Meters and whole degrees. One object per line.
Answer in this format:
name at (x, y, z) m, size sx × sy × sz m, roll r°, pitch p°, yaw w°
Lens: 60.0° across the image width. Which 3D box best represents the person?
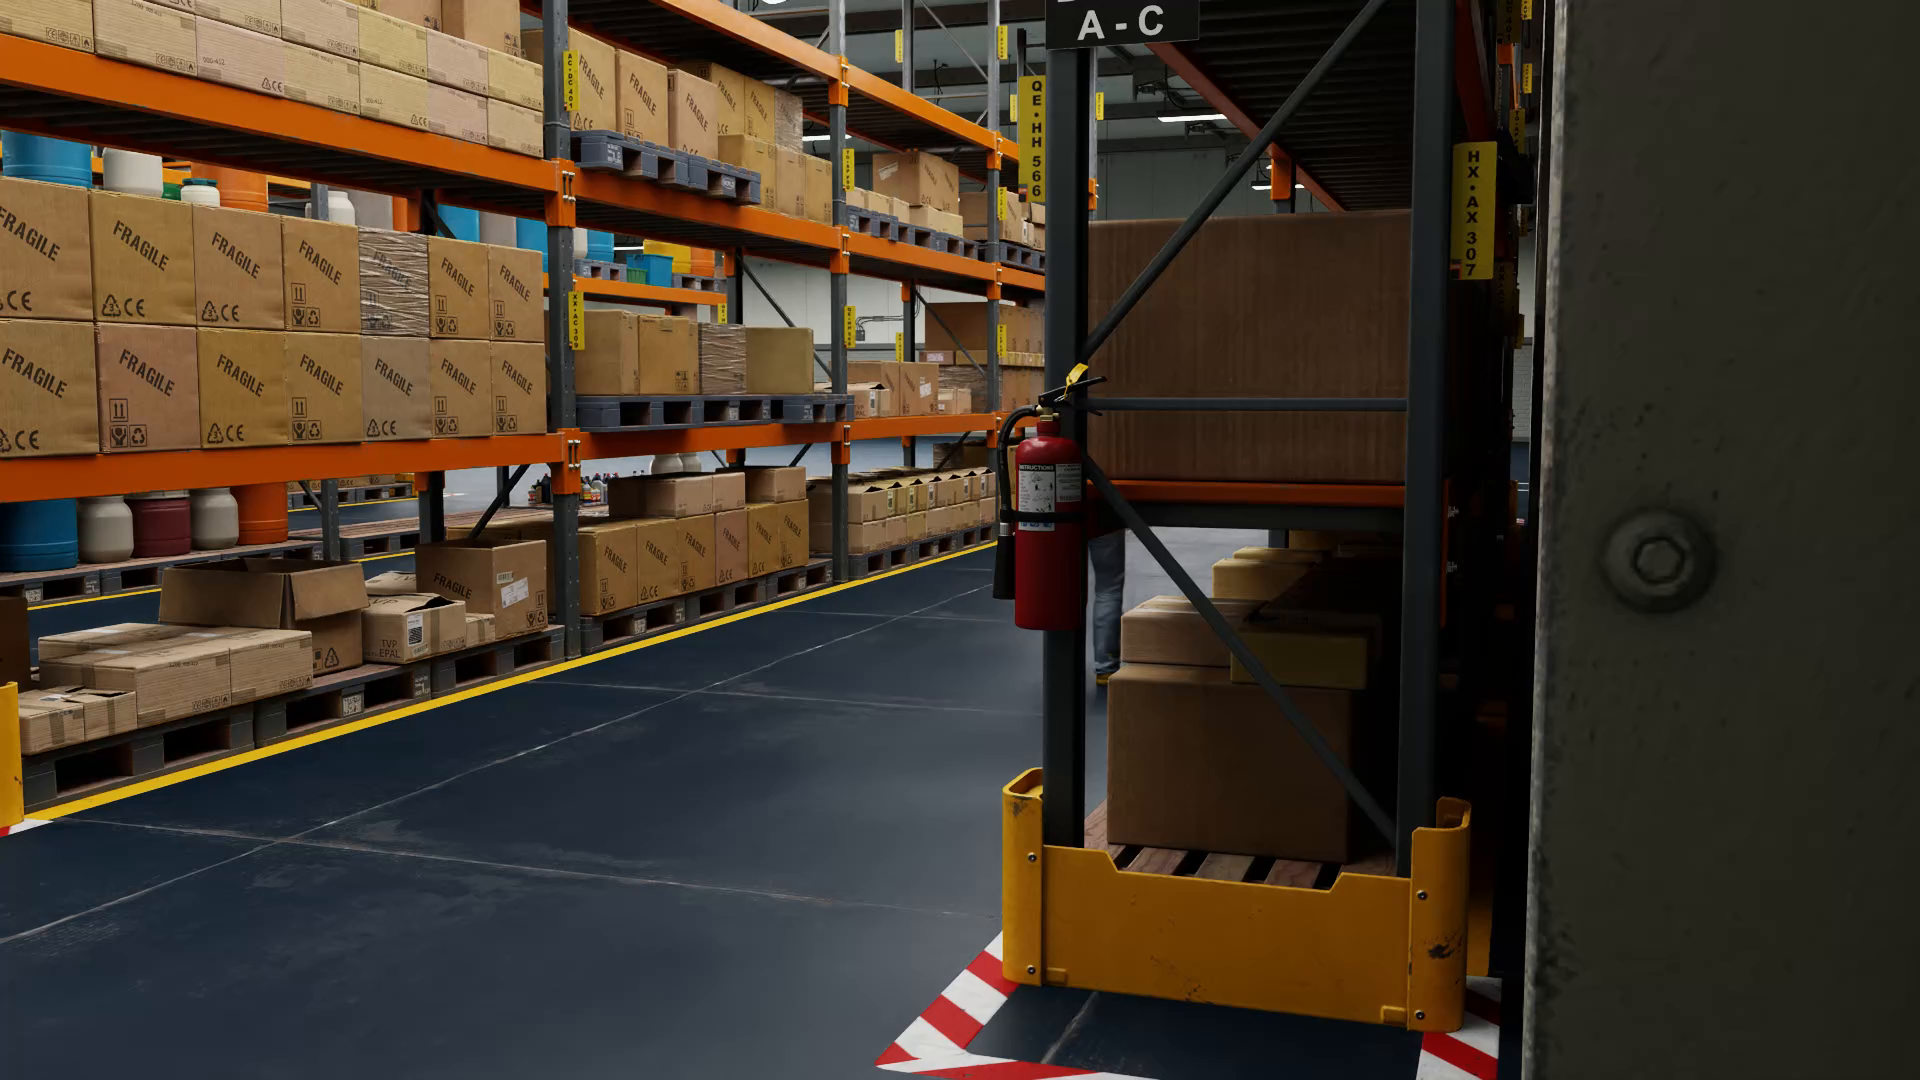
person at (0.689, -0.132, 8.867) m, size 0.504 × 1.758 × 0.581 m, roll 2°, pitch 5°, yaw 18°
